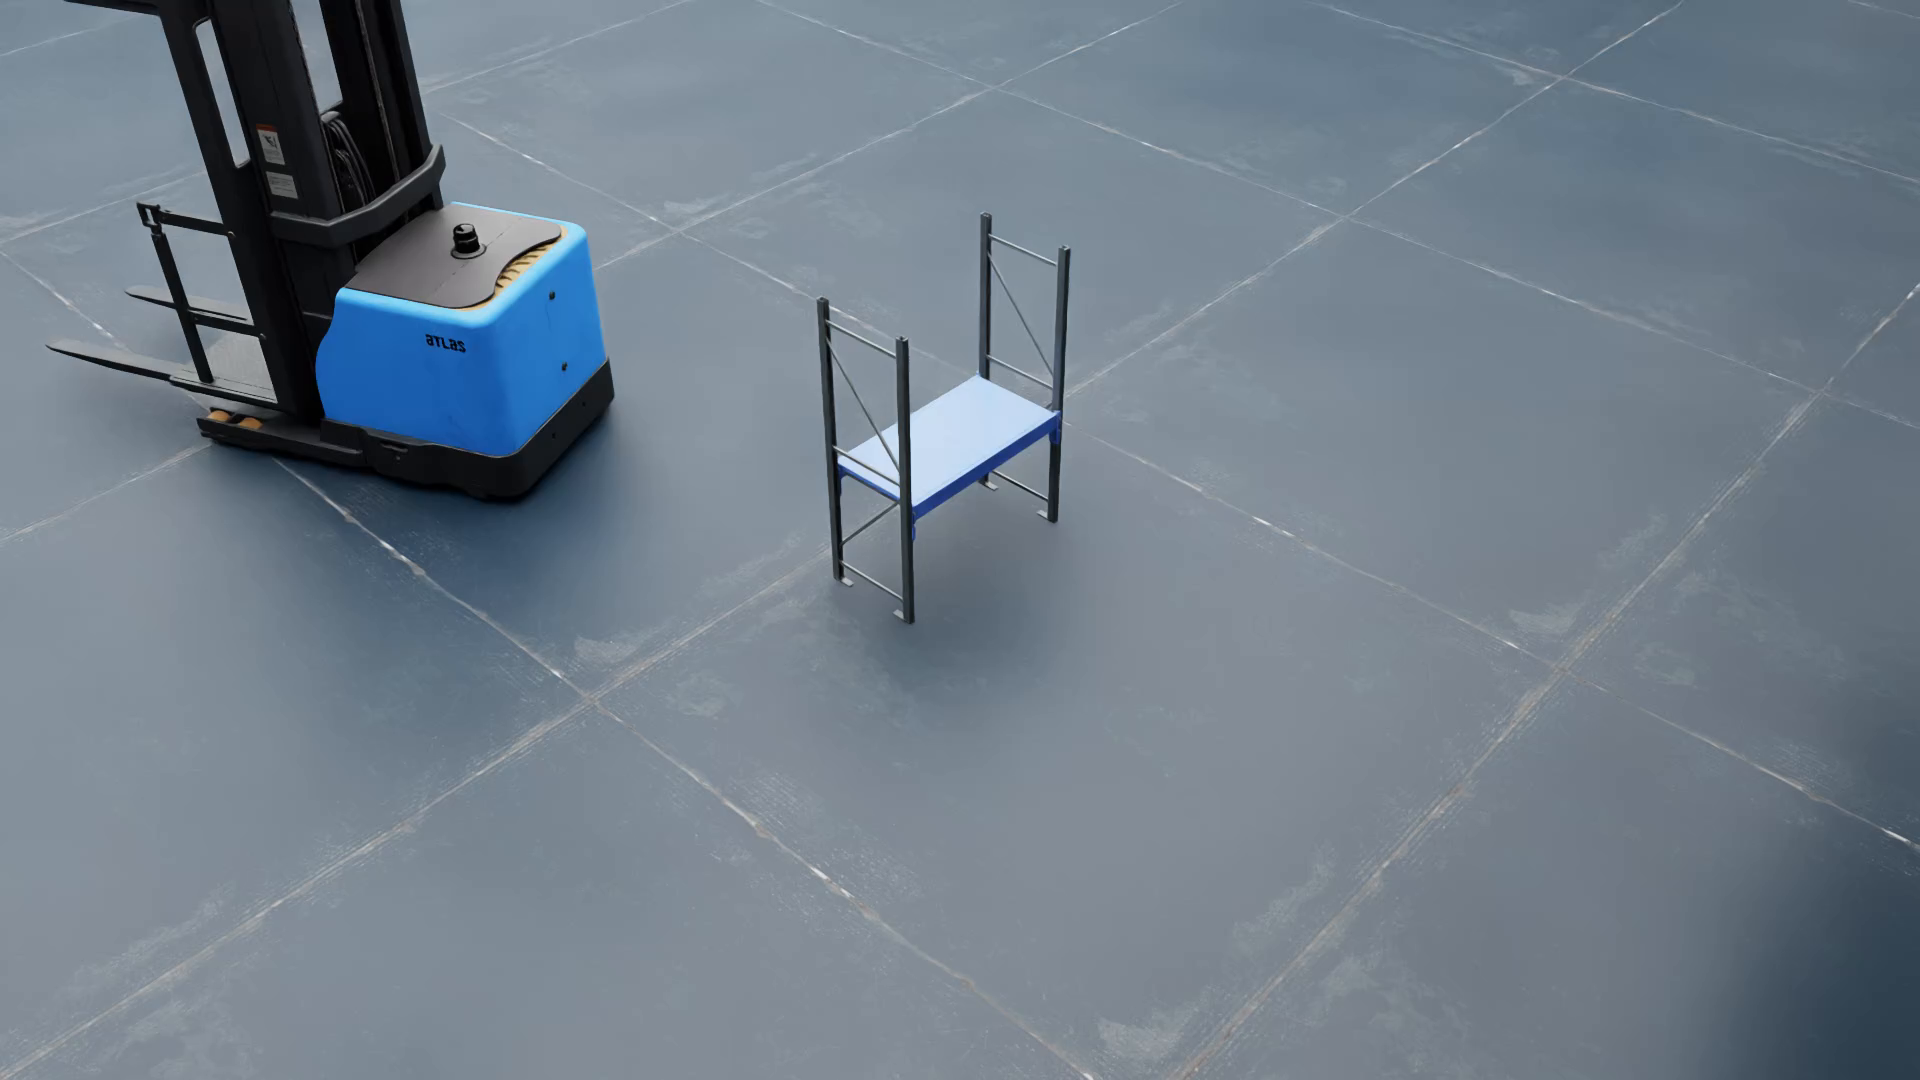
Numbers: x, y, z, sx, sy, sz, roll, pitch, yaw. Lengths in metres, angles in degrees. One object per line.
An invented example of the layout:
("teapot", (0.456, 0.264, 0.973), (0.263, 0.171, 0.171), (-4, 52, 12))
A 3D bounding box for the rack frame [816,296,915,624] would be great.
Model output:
("rack frame", (-0.400, -0.314, 7.224), (0.500, 1.500, 0.032), (30, 47, 32))

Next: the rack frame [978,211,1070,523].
("rack frame", (0.285, -0.781, 7.811), (0.500, 1.500, 0.032), (30, 47, 32))

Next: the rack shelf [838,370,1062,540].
("rack shelf", (-0.058, -0.407, 7.629), (0.538, 0.185, 1.000), (30, 47, 32))

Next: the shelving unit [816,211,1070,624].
("shelving unit", (-0.058, -0.548, 7.517), (0.538, 1.500, 1.048), (30, 47, 32))

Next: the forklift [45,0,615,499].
("forklift", (-3.419, -1.908, 8.078), (3.031, 2.935, 1.130), (13, 40, 15))
